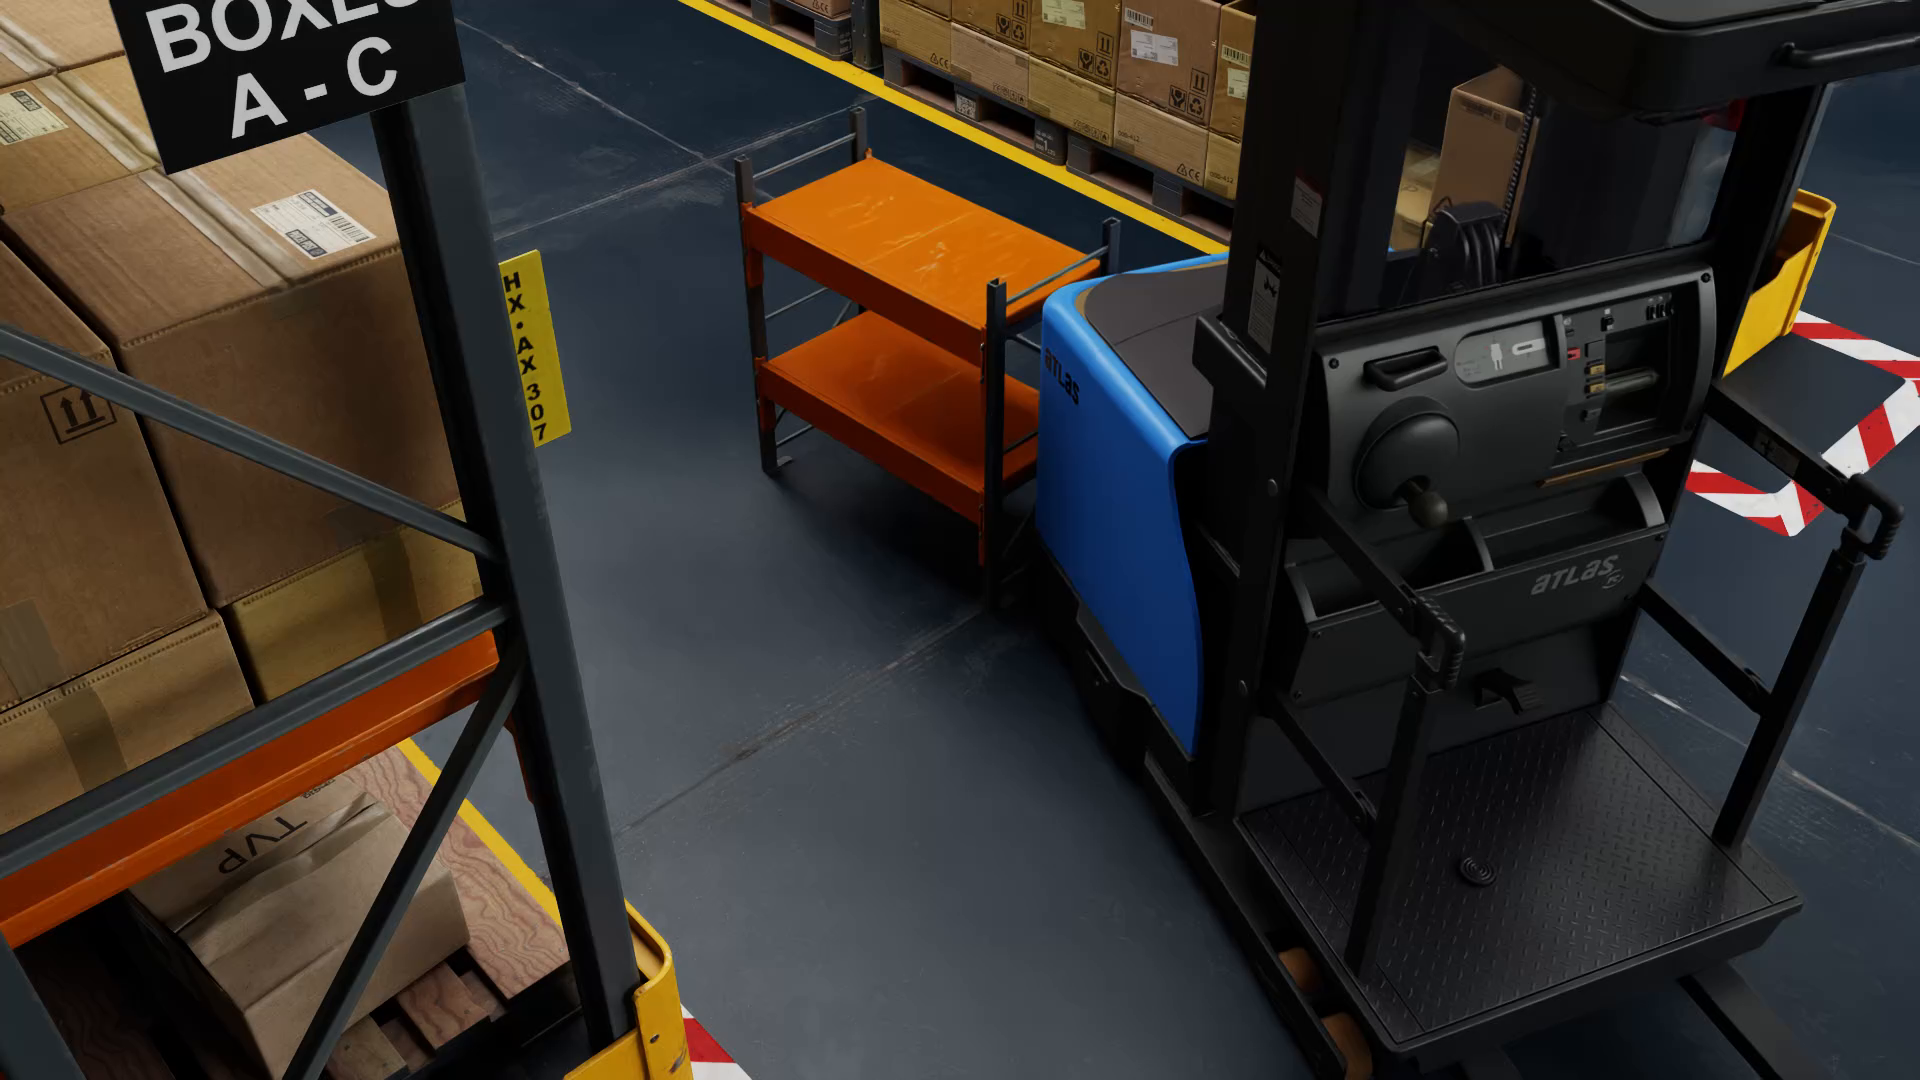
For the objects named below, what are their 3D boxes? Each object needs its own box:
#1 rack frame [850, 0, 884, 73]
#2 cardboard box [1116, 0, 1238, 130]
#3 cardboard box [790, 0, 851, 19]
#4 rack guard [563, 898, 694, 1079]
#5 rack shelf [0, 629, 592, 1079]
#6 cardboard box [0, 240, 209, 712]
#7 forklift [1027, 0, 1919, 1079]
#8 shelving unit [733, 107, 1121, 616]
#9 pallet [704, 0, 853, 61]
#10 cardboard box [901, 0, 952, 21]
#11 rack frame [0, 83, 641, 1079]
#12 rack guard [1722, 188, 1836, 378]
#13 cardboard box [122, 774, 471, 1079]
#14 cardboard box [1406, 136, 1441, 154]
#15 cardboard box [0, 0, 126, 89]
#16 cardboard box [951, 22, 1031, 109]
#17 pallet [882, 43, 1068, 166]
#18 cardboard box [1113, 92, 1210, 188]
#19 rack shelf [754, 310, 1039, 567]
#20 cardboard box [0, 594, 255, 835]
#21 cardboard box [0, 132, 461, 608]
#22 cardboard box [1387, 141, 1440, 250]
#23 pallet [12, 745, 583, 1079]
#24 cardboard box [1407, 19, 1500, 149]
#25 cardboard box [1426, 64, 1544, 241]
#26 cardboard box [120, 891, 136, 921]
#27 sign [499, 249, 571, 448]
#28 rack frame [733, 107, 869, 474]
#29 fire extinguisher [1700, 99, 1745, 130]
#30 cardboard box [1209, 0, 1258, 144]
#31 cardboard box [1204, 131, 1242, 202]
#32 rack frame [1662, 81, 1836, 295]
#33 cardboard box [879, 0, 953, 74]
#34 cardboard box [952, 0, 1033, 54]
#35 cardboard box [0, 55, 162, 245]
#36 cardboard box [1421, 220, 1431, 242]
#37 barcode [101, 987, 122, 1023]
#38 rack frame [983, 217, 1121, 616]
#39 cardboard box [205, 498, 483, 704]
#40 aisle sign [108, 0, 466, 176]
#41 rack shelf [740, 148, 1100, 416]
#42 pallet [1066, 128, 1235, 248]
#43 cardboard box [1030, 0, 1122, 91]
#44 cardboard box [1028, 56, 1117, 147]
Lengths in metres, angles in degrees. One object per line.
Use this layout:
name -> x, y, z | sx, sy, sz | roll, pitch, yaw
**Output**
rack frame -> -0.115, -3.670, 7.407 | 1.000, 3.000, 0.127 | -30, 48, -32
cardboard box -> 0.984, -2.015, 6.614 | 0.500, 0.500, 0.500 | -30, 48, -32
cardboard box -> -0.609, -2.833, 8.224 | 0.500, 0.250, 0.500 | -30, 48, -32
rack guard -> -1.107, 1.225, 3.335 | 1.175, 0.500, 0.348 | -30, 48, -32
rack shelf -> -2.409, -0.358, 3.878 | 1.077, 0.370, 4.000 | -30, 48, -32
cardboard box -> -1.531, -0.081, 2.470 | 0.500, 0.500, 0.500 | -31, 48, -32
forklift -> 1.210, -0.217, 3.186 | 1.130, 2.935, 3.031 | -14, 41, -17
shelving unit -> -0.110, -0.552, 5.039 | 1.048, 1.125, 0.538 | 32, 48, 33
pallet -> -0.642, -2.910, 8.685 | 1.003, 0.211, 1.213 | -30, 48, -32
cardboard box -> -0.032, -2.708, 7.473 | 0.500, 0.500, 0.500 | -30, 48, -32
rack frame -> -1.056, 0.288, 2.506 | 1.000, 3.000, 0.127 | -30, 48, -32
rack guard -> 2.607, -0.835, 5.886 | 1.175, 0.500, 0.348 | -30, 48, -32
cardboard box -> -1.458, 0.804, 3.657 | 0.500, 0.311, 0.500 | 29, 47, 31
cardboard box -> 2.051, -1.485, 6.556 | 0.500, 0.250, 0.500 | -30, 48, -32
cardboard box -> -1.829, -0.777, 3.331 | 0.500, 0.500, 0.500 | -32, 49, -33
cardboard box -> 0.310, -2.187, 7.424 | 0.500, 0.250, 0.500 | -30, 48, -32
pallet -> 0.392, -2.200, 7.805 | 1.003, 0.211, 1.213 | -30, 48, -32
cardboard box -> 0.987, -1.724, 6.852 | 0.500, 0.250, 0.500 | -30, 48, -32
rack shelf -> -0.110, -0.362, 5.192 | 1.000, 0.278, 0.538 | 32, 48, 33
cardboard box -> -1.515, 0.205, 2.713 | 0.500, 0.250, 0.500 | -29, 47, -31
cardboard box -> -1.157, -0.302, 2.743 | 0.500, 0.500, 0.500 | -30, 48, -32
cardboard box -> 1.663, -1.262, 6.279 | 0.500, 0.250, 0.500 | -30, 48, -32
pallet -> -1.631, 0.947, 3.910 | 1.003, 0.211, 1.213 | -30, 48, -32
cardboard box -> 2.052, -1.778, 6.321 | 0.500, 0.500, 0.500 | -30, 48, -32
cardboard box -> 2.008, -1.326, 5.762 | 0.500, 0.500, 0.500 | -30, 48, -32
cardboard box -> -1.843, 0.540, 3.983 | 0.500, 0.311, 0.500 | -26, 46, -28
sign -> -0.656, -0.280, 2.520 | 0.100, 0.325, 0.005 | -30, 48, -32
rack frame -> -0.473, -0.776, 5.315 | 0.032, 1.125, 0.500 | 32, 48, 33
fire extinguisher -> 2.328, -1.537, 4.827 | 0.296, 0.674, 0.183 | -30, 48, -32
cardboard box -> 1.321, -1.783, 6.327 | 0.500, 0.500, 0.500 | -30, 48, -32
cardboard box -> 1.324, -1.492, 6.564 | 0.500, 0.250, 0.500 | -30, 48, -32
rack frame -> 2.590, -1.819, 5.115 | 1.000, 3.000, 0.127 | -30, 48, -32
cardboard box -> -0.025, -2.420, 7.714 | 0.500, 0.250, 0.500 | -30, 48, -32
cardboard box -> 0.312, -2.480, 7.190 | 0.500, 0.500, 0.500 | -30, 48, -32
cardboard box -> -1.484, -0.535, 3.032 | 0.500, 0.500, 0.500 | -30, 48, -32
cardboard box -> 2.010, -1.035, 5.999 | 0.500, 0.250, 0.500 | -30, 48, -32
barcode -> -1.765, 0.962, 3.454 | 0.001, 0.075, 0.075 | -30, 48, -32
rack frame -> 0.254, -0.329, 4.762 | 0.032, 1.125, 0.500 | 32, 48, 33
cardboard box -> -1.152, -0.022, 2.994 | 0.500, 0.250, 0.500 | -31, 48, -33
aisle sign -> -0.786, -0.818, 1.806 | 0.394, 0.787, 0.004 | -30, 48, -32
rack shelf -> -0.110, -0.780, 4.855 | 1.000, 0.278, 0.538 | 32, 48, 33
pallet -> 1.221, -1.635, 7.106 | 1.003, 0.211, 1.213 | -30, 48, -32
cardboard box -> 0.644, -2.245, 6.900 | 0.500, 0.500, 0.500 | -30, 48, -32
cardboard box -> 0.644, -1.953, 7.135 | 0.500, 0.250, 0.500 | -30, 48, -32
